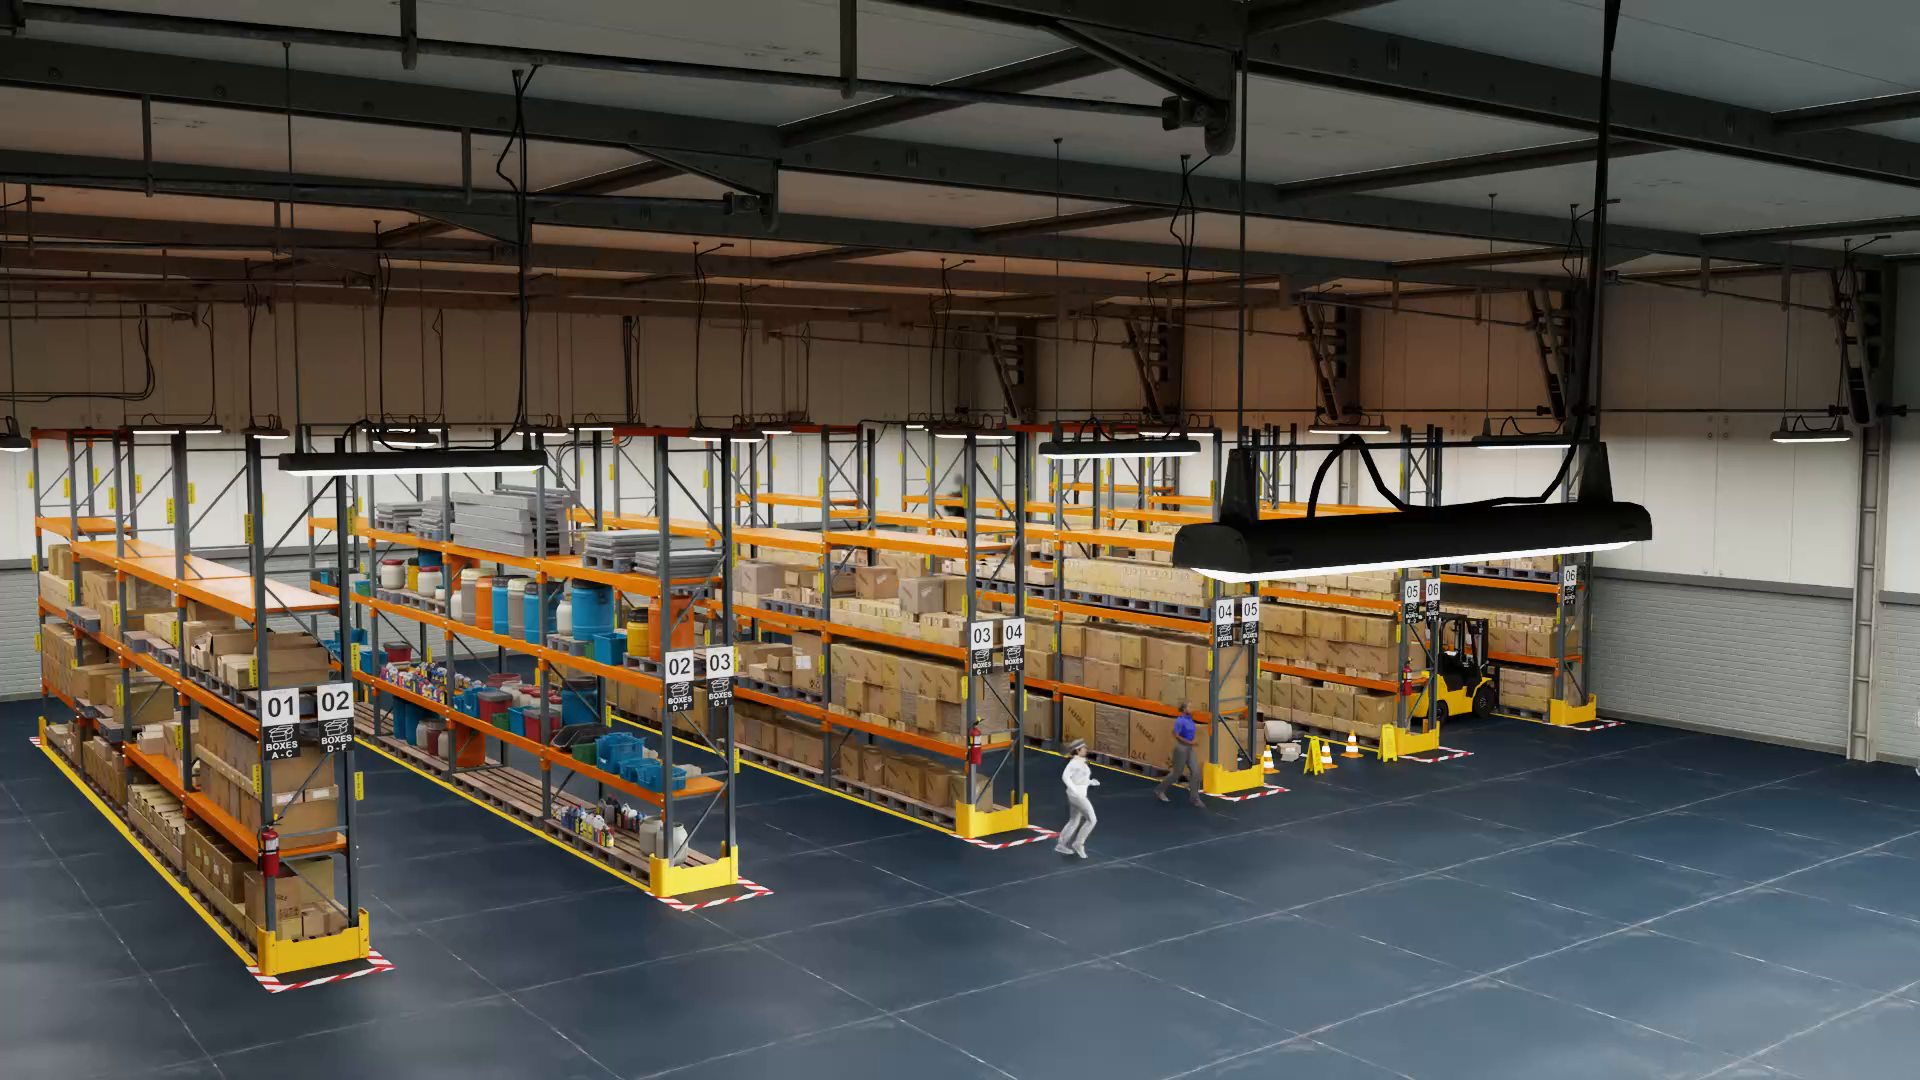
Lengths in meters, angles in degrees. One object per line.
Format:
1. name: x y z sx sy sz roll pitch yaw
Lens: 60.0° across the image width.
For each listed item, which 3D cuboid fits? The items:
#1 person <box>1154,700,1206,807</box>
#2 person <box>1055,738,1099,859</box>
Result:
1. person: 3.607 3.419 26.763 0.840 1.674 0.619 3 5 34
2. person: 1.663 3.657 23.538 0.619 1.727 0.598 0 4 3
